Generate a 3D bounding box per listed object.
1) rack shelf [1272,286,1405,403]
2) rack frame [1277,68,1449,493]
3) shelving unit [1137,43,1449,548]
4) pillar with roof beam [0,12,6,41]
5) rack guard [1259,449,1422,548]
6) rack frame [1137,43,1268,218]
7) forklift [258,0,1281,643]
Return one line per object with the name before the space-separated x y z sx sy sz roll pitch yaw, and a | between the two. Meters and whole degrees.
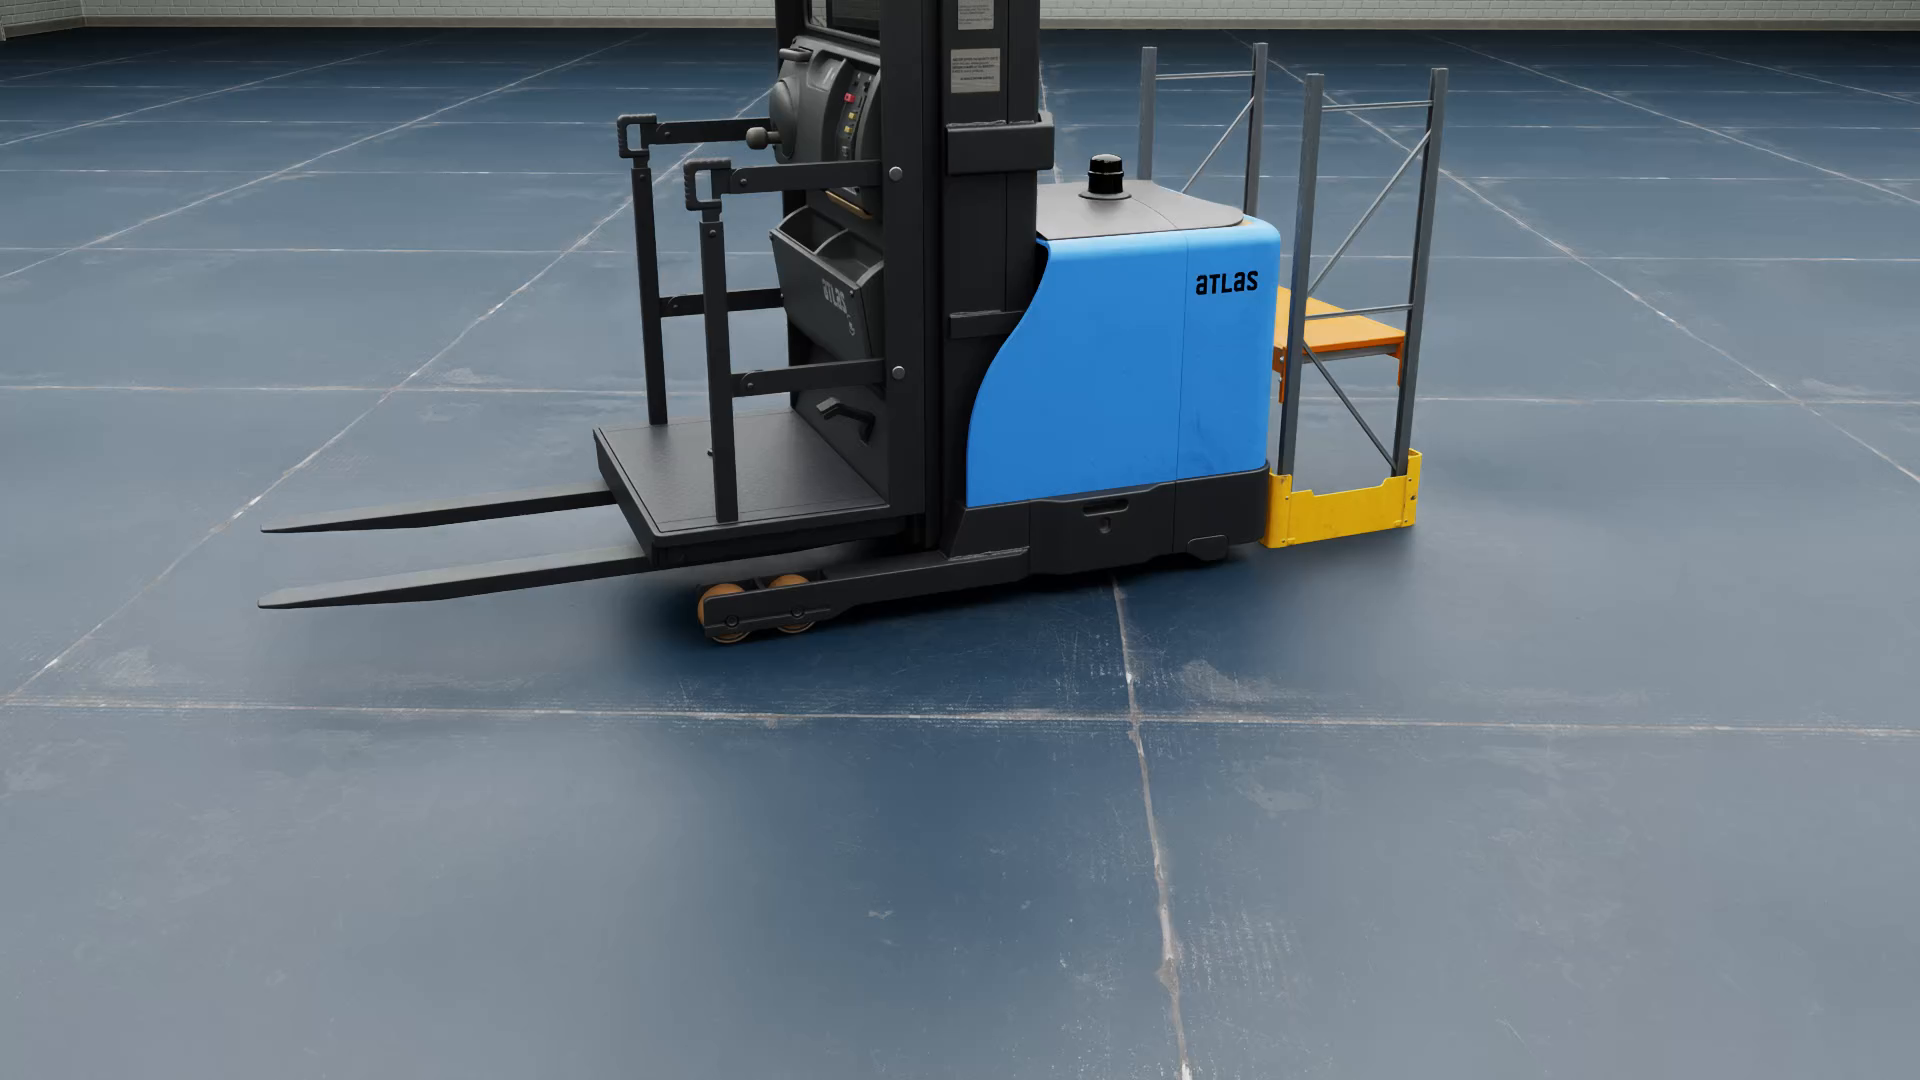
rack shelf | 1.073 -0.726 5.823 0.538 0.185 1.000 -9 23 -21
rack frame | 1.271 -0.724 5.322 0.500 1.500 0.032 -9 23 -21
shelving unit | 1.077 -0.891 5.750 0.587 1.500 1.083 -9 23 -21
pillar with roof beam | -9.910 -11.442 22.577 9.100 9.000 0.400 1 21 2
rack guard | 1.270 -0.142 5.549 0.587 0.250 0.087 -9 23 -21
rack frame | 0.875 -1.063 6.194 0.500 1.500 0.032 -9 23 -21
forklift | -0.582 -1.287 4.793 3.031 2.935 1.130 -8 23 -19
